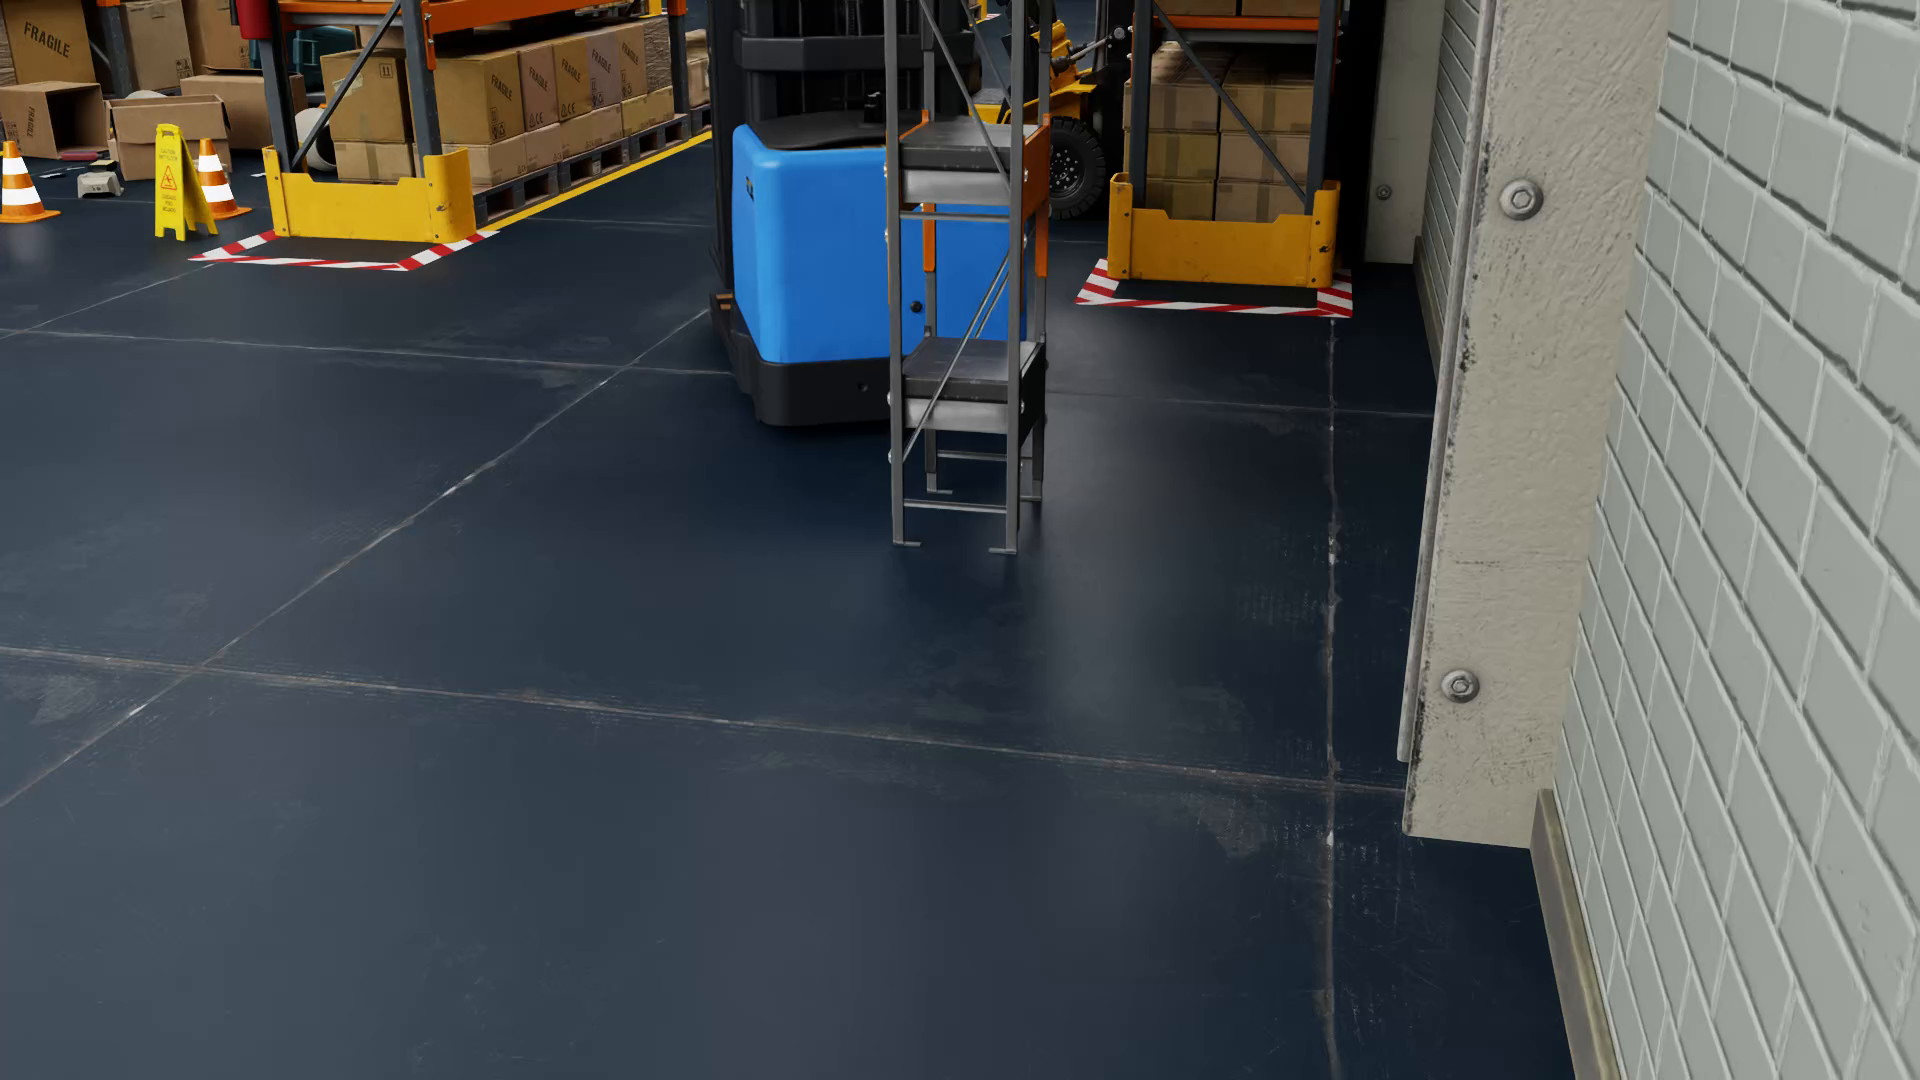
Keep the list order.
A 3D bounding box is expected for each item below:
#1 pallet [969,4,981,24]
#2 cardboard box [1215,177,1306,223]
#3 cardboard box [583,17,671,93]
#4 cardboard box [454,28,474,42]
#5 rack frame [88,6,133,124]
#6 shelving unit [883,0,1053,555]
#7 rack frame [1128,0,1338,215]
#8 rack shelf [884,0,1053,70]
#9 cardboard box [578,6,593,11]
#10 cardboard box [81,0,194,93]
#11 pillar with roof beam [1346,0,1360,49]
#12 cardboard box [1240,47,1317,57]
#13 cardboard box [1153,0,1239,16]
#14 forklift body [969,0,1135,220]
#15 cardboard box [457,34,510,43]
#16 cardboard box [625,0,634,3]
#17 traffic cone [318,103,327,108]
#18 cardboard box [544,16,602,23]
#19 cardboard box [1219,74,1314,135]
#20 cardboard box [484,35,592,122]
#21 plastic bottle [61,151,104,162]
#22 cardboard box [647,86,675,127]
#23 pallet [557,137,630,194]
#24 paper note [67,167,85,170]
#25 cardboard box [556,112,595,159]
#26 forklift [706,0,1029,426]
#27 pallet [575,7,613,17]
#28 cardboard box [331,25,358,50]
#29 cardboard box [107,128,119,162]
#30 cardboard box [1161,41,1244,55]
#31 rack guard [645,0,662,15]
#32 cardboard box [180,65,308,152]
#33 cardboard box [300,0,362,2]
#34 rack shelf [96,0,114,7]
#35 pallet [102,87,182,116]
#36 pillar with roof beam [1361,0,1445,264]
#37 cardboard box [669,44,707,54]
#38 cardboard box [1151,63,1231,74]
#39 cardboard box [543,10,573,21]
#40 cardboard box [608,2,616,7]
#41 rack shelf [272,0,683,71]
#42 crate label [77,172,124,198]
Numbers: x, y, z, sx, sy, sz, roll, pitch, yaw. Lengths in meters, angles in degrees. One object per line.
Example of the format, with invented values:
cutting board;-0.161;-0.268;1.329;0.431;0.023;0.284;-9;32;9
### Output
pallet;-0.299;-7.438;23.540;1.003;0.211;1.213;4;22;11
cardboard box;1.674;-1.886;9.139;0.500;0.250;0.500;5;22;11
cardboard box;-2.519;-3.672;12.571;0.500;0.500;0.500;4;22;10
cardboard box;-3.450;-3.387;10.995;0.380;0.149;0.250;5;23;13
rack frame;-7.528;-4.982;13.709;1.000;3.000;0.127;4;22;11
shelving unit;0.034;-1.035;5.112;0.431;2.100;0.503;4;22;11
rack frame;1.382;-2.802;8.295;1.000;3.000;0.127;4;22;11
rack shelf;0.034;-1.671;4.855;0.431;0.518;0.480;4;22;11
cardboard box;-5.282;-7.366;22.883;0.380;0.149;0.250;4;22;9
cardboard box;-7.489;-4.367;14.631;1.050;0.750;0.750;4;22;11
pillar with roof beam;0.641;-10.487;19.348;9.100;9.000;0.400;4;22;11
cardboard box;1.988;-2.898;10.315;0.500;0.250;0.500;4;22;10
cardboard box;1.226;-3.048;8.773;0.500;0.500;0.500;4;22;10
forklift body;-0.017;-3.241;10.521;2.313;2.155;1.214;4;22;11
cardboard box;-3.356;-3.134;11.235;0.500;0.500;0.500;4;22;10
cardboard box;-4.936;-7.933;24.290;0.380;0.149;0.250;5;23;13
traffic cone;-5.776;-4.181;15.115;0.336;0.463;0.334;4;22;11
cardboard box;-3.046;-3.714;12.674;0.500;0.500;0.500;6;23;13
cardboard box;1.666;-2.346;8.944;0.500;0.250;0.500;4;22;10
cardboard box;-2.825;-3.103;11.158;0.500;0.500;0.500;5;22;12
plastic bottle;-6.502;-2.852;12.353;0.283;0.061;0.133;-3;22;-8
cardboard box;-2.519;-3.324;12.711;0.500;0.250;0.500;5;23;13
pallet;-3.011;-2.652;11.657;1.003;0.211;1.213;4;22;11
paper note;-6.383;-2.682;12.000;0.032;0.001;0.123;18;28;38
cardboard box;-2.832;-2.759;11.307;0.500;0.250;0.500;6;23;15
forklift;-0.558;-2.304;7.150;1.130;2.935;3.031;-5;22;-12
pallet;-5.546;-7.310;23.222;1.003;0.211;1.213;4;22;11
cardboard box;-6.924;-5.380;17.147;1.050;0.750;0.750;4;22;10
cardboard box;-6.076;-2.945;12.310;0.396;0.266;0.258;8;23;20
cardboard box;1.588;-3.126;10.879;0.500;0.250;0.500;5;23;13
rack guard;-5.095;-8.183;25.004;1.175;0.500;0.348;4;22;11
cardboard box;-5.415;-3.262;12.597;0.797;0.637;0.503;4;22;11
cardboard box;-3.611;-3.215;9.658;0.380;0.149;0.250;5;23;13
rack shelf;-7.936;-3.917;12.027;1.077;0.370;4.000;4;22;11
pallet;-7.444;-3.976;14.945;1.003;0.211;1.213;4;22;11
pillar with roof beam;-1.808;-6.099;8.451;9.100;9.000;0.400;4;22;11
cardboard box;-2.414;-4.073;14.406;0.950;0.372;0.625;6;23;14
cardboard box;1.269;-2.564;9.485;0.500;0.250;0.500;5;22;12
cardboard box;-3.130;-3.973;12.451;0.380;0.149;0.250;5;22;12
cardboard box;-5.102;-7.653;23.596;0.380;0.149;0.250;3;22;9
rack shelf;-3.070;-3.576;11.182;1.077;0.370;4.000;4;22;11
crate label;-5.709;-2.359;11.028;0.250;0.136;0.298;-7;23;-17
